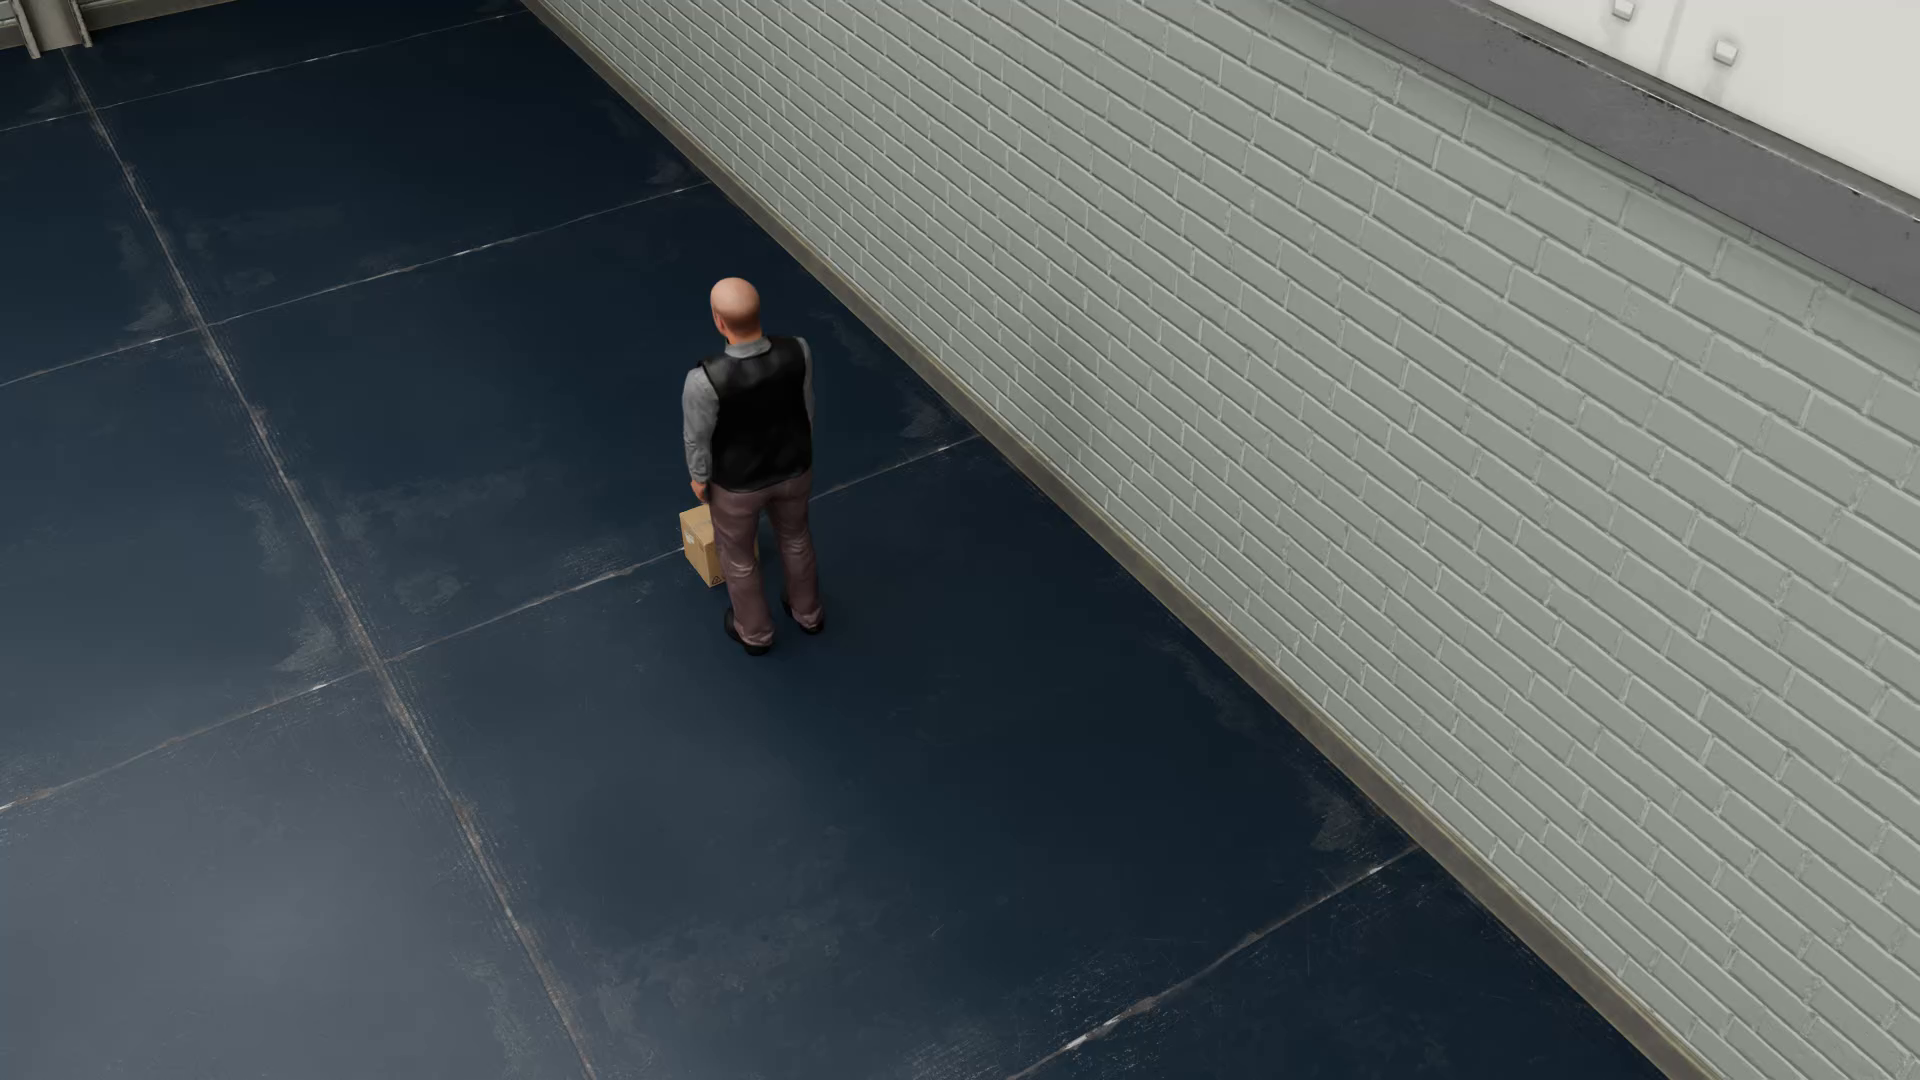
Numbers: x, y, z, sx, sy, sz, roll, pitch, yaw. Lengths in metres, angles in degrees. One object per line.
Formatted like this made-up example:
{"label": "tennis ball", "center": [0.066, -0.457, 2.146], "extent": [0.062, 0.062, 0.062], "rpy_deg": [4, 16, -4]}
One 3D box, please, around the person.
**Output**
{"label": "person", "center": [-0.805, -0.221, 6.538], "extent": [0.535, 1.592, 0.353], "rpy_deg": [-21, 45, -23]}
